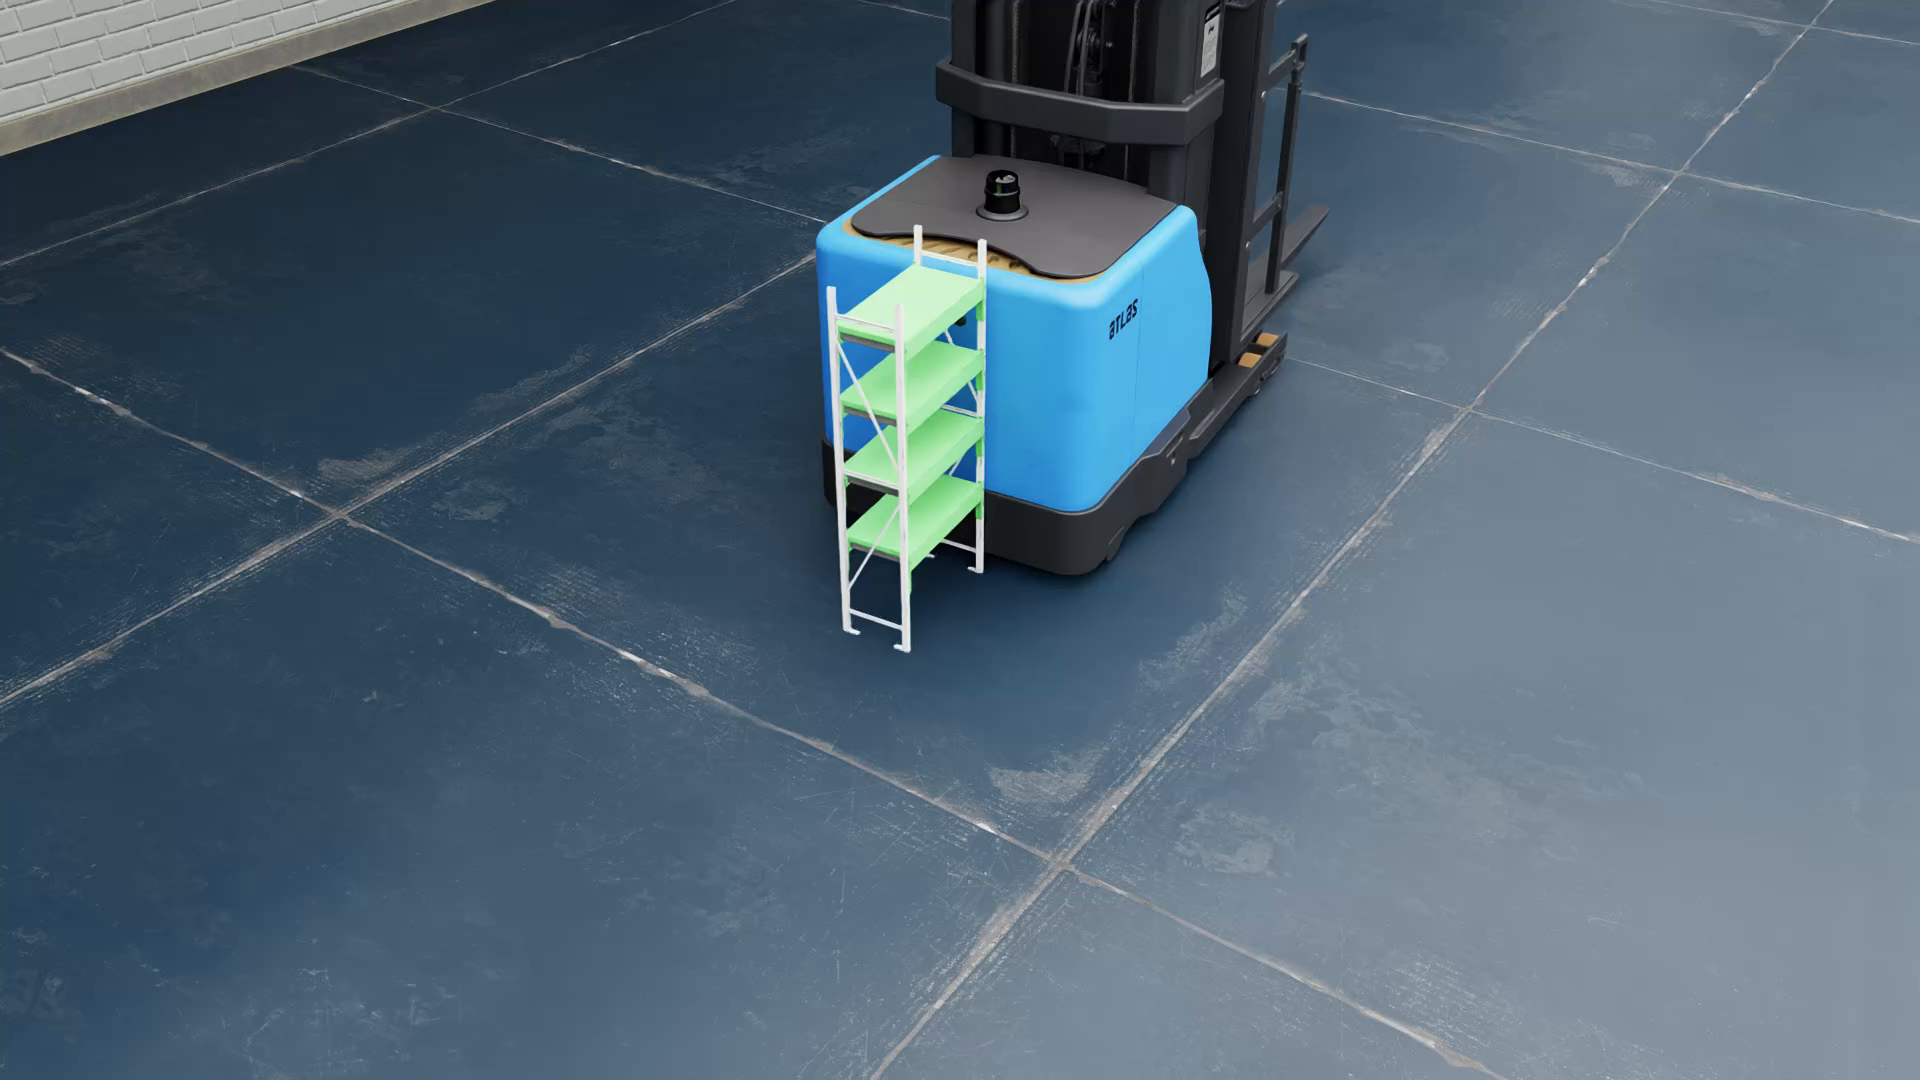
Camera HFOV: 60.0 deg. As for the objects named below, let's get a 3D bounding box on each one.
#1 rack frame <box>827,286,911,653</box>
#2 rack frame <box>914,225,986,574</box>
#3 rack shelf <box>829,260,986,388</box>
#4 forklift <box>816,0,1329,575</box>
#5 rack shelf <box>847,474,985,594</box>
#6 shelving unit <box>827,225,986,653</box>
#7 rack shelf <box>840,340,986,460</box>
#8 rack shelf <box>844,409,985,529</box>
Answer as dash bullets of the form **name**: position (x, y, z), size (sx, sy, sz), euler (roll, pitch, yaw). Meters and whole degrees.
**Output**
- **rack frame**: position (-0.264, -0.178, 4.942), size (0.240, 1.200, 0.015), euler (17, 38, 23)
- **rack frame**: position (-0.031, -0.418, 5.297), size (0.240, 1.200, 0.015), euler (17, 38, 23)
- **rack shelf**: position (-0.148, -0.643, 4.886), size (0.258, 0.148, 0.480), euler (17, 38, 23)
- **forklift**: position (0.669, -1.901, 5.945), size (1.130, 2.935, 3.031), euler (17, 38, 23)
- **rack shelf**: position (-0.148, -0.046, 5.290), size (0.258, 0.148, 0.480), euler (17, 38, 23)
- **shelving unit**: position (-0.148, -0.298, 5.119), size (0.258, 1.200, 0.503), euler (17, 38, 23)
- **rack shelf**: position (-0.148, -0.444, 5.021), size (0.258, 0.148, 0.480), euler (17, 38, 23)
- **rack shelf**: position (-0.148, -0.245, 5.155), size (0.258, 0.148, 0.480), euler (17, 38, 23)
